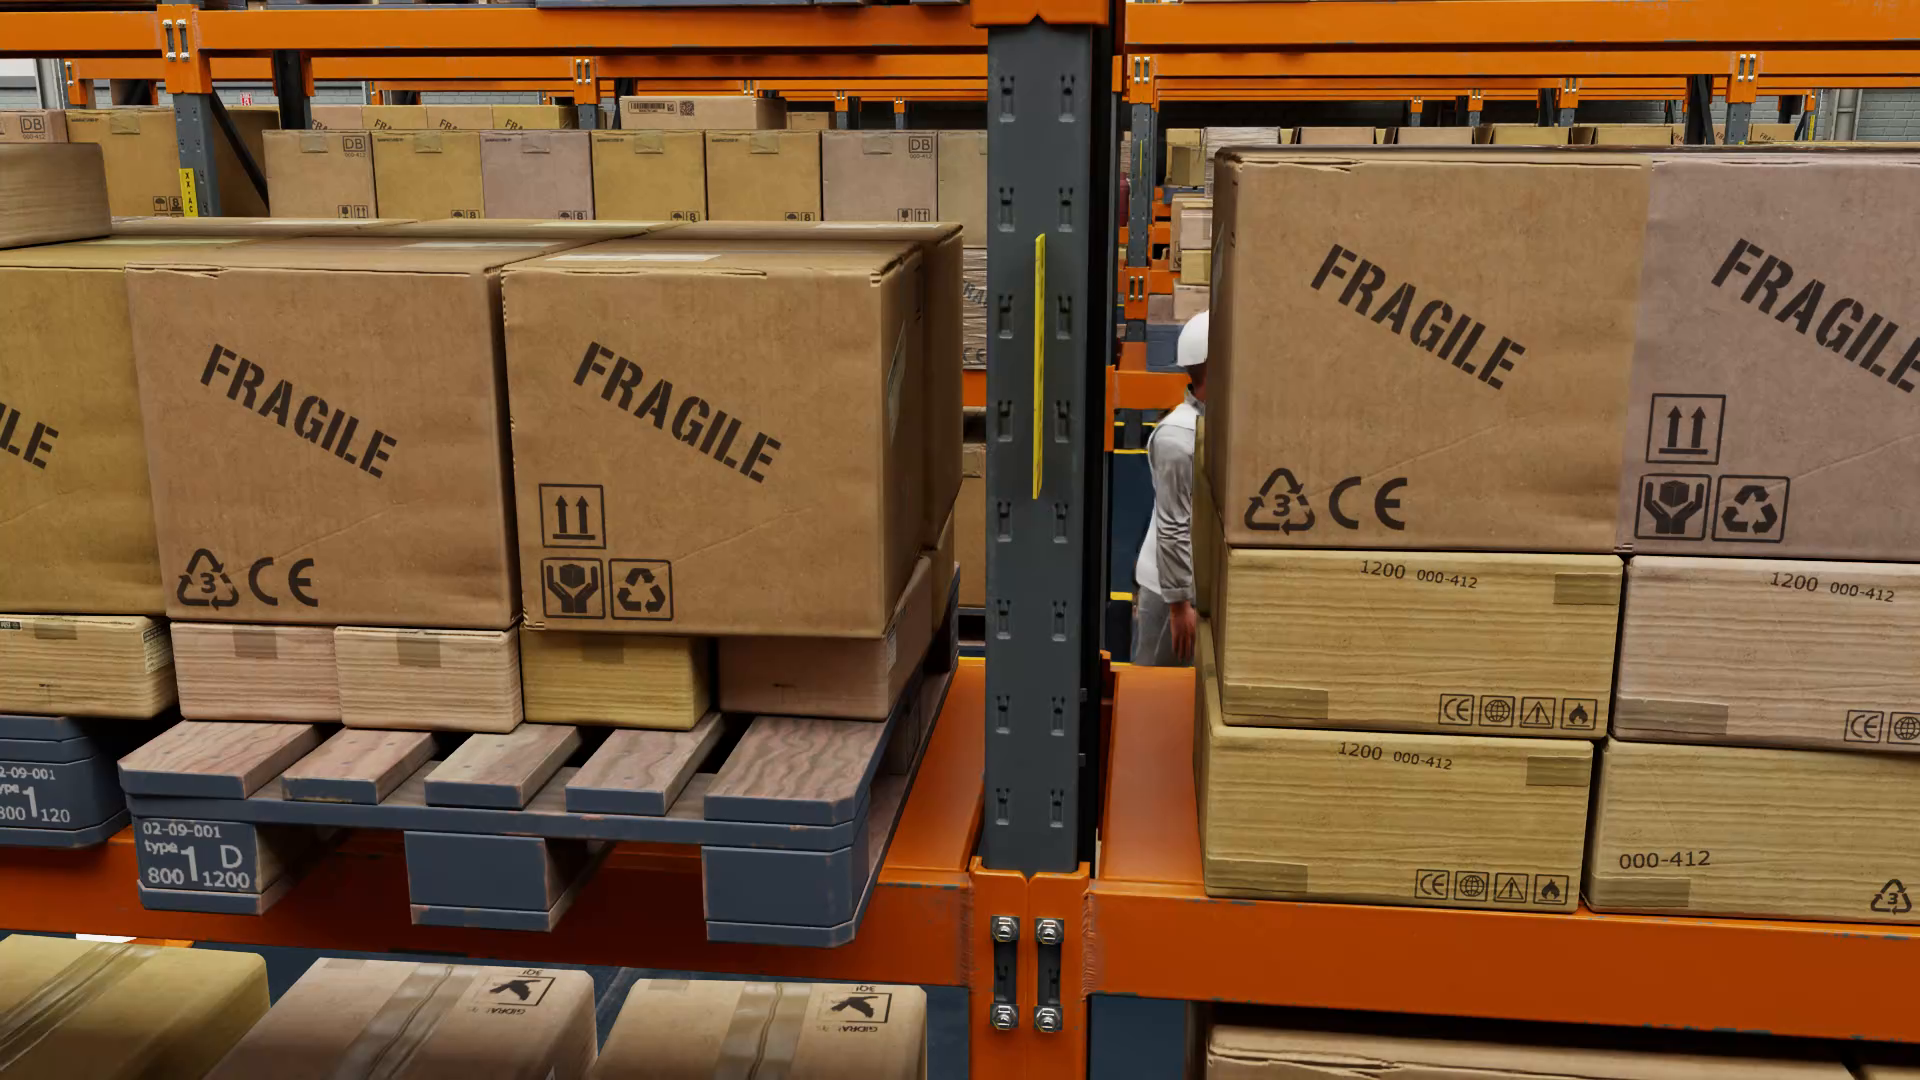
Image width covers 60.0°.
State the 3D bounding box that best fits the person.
[{"bbox_3d":[0.836,0.141,5.333,0.709,1.752,0.711,9,17,32],"label":"person"}]
